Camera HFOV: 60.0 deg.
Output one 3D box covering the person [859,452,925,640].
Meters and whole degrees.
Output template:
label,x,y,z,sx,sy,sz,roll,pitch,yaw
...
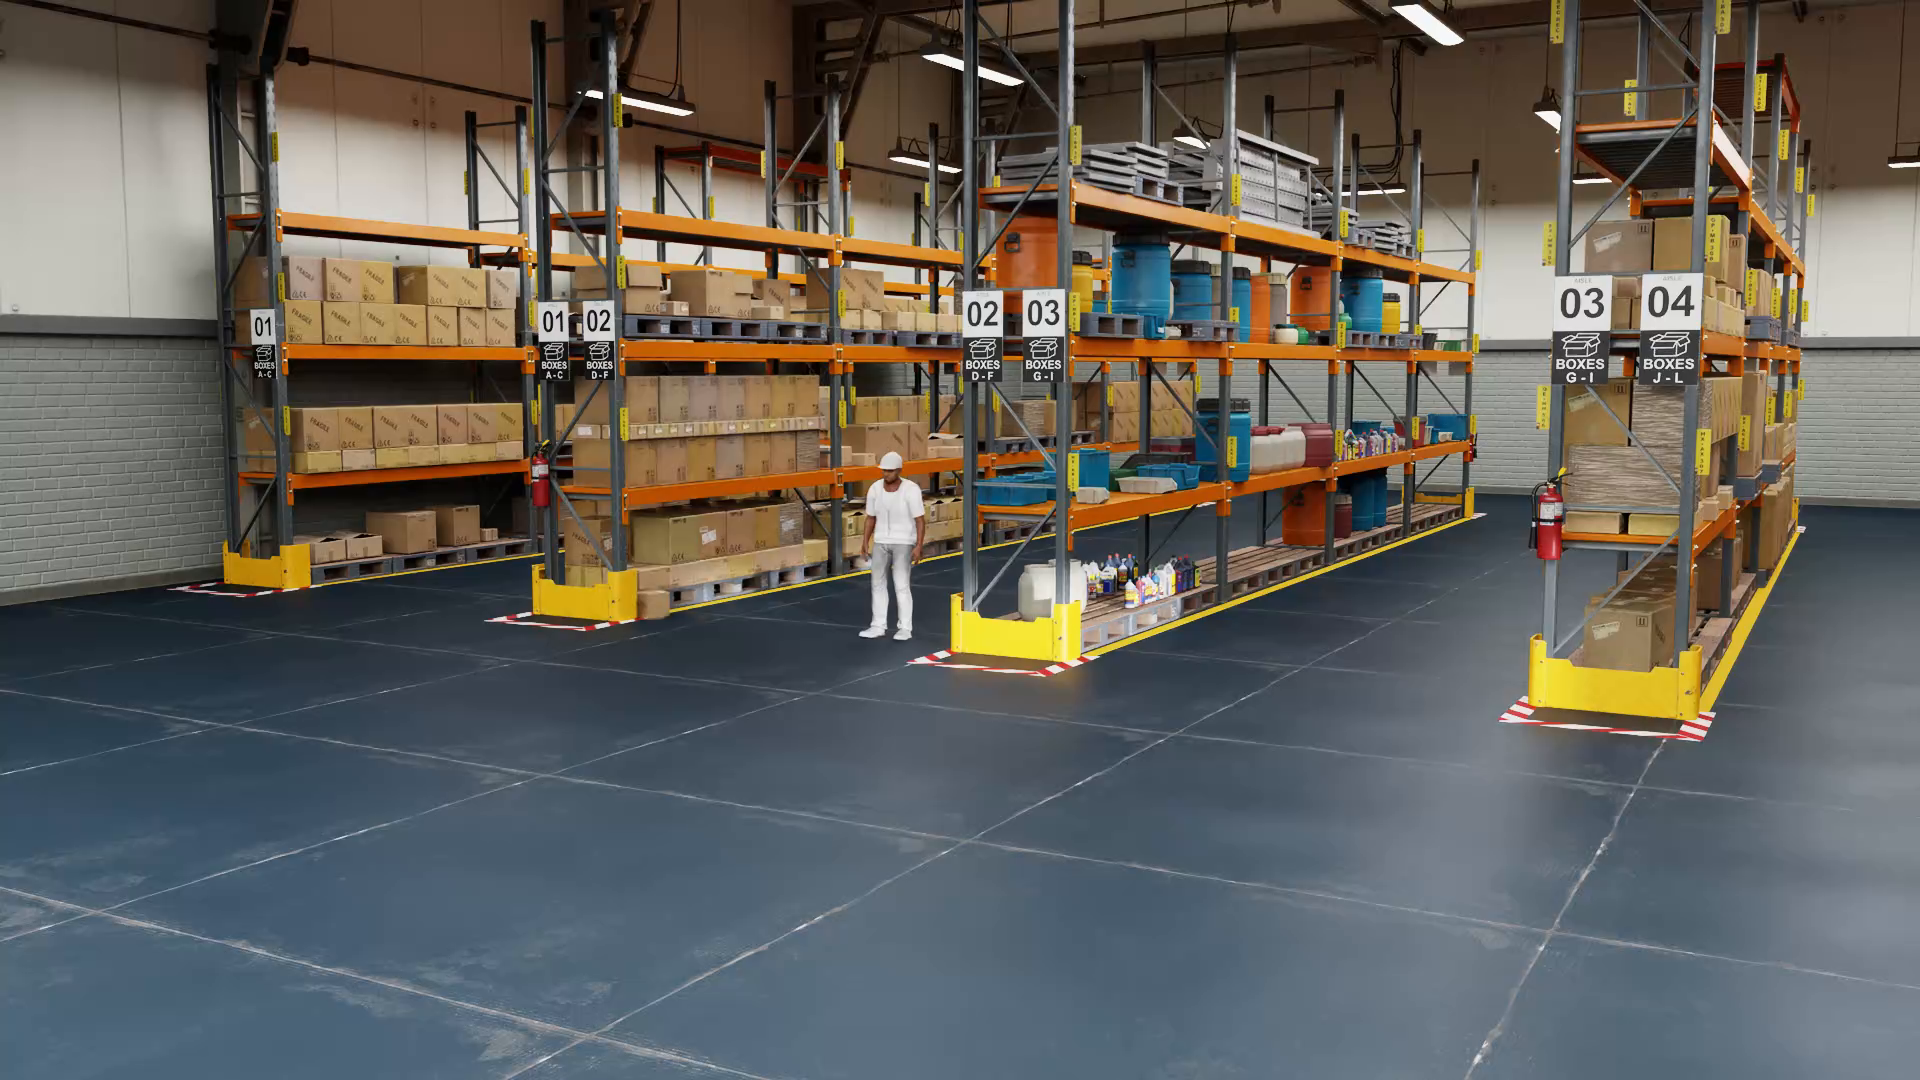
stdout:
label,x,y,z,sx,sy,sz,roll,pitch,yaw
person,-0.633,0.050,15.576,0.632,1.759,0.462,3,7,25
